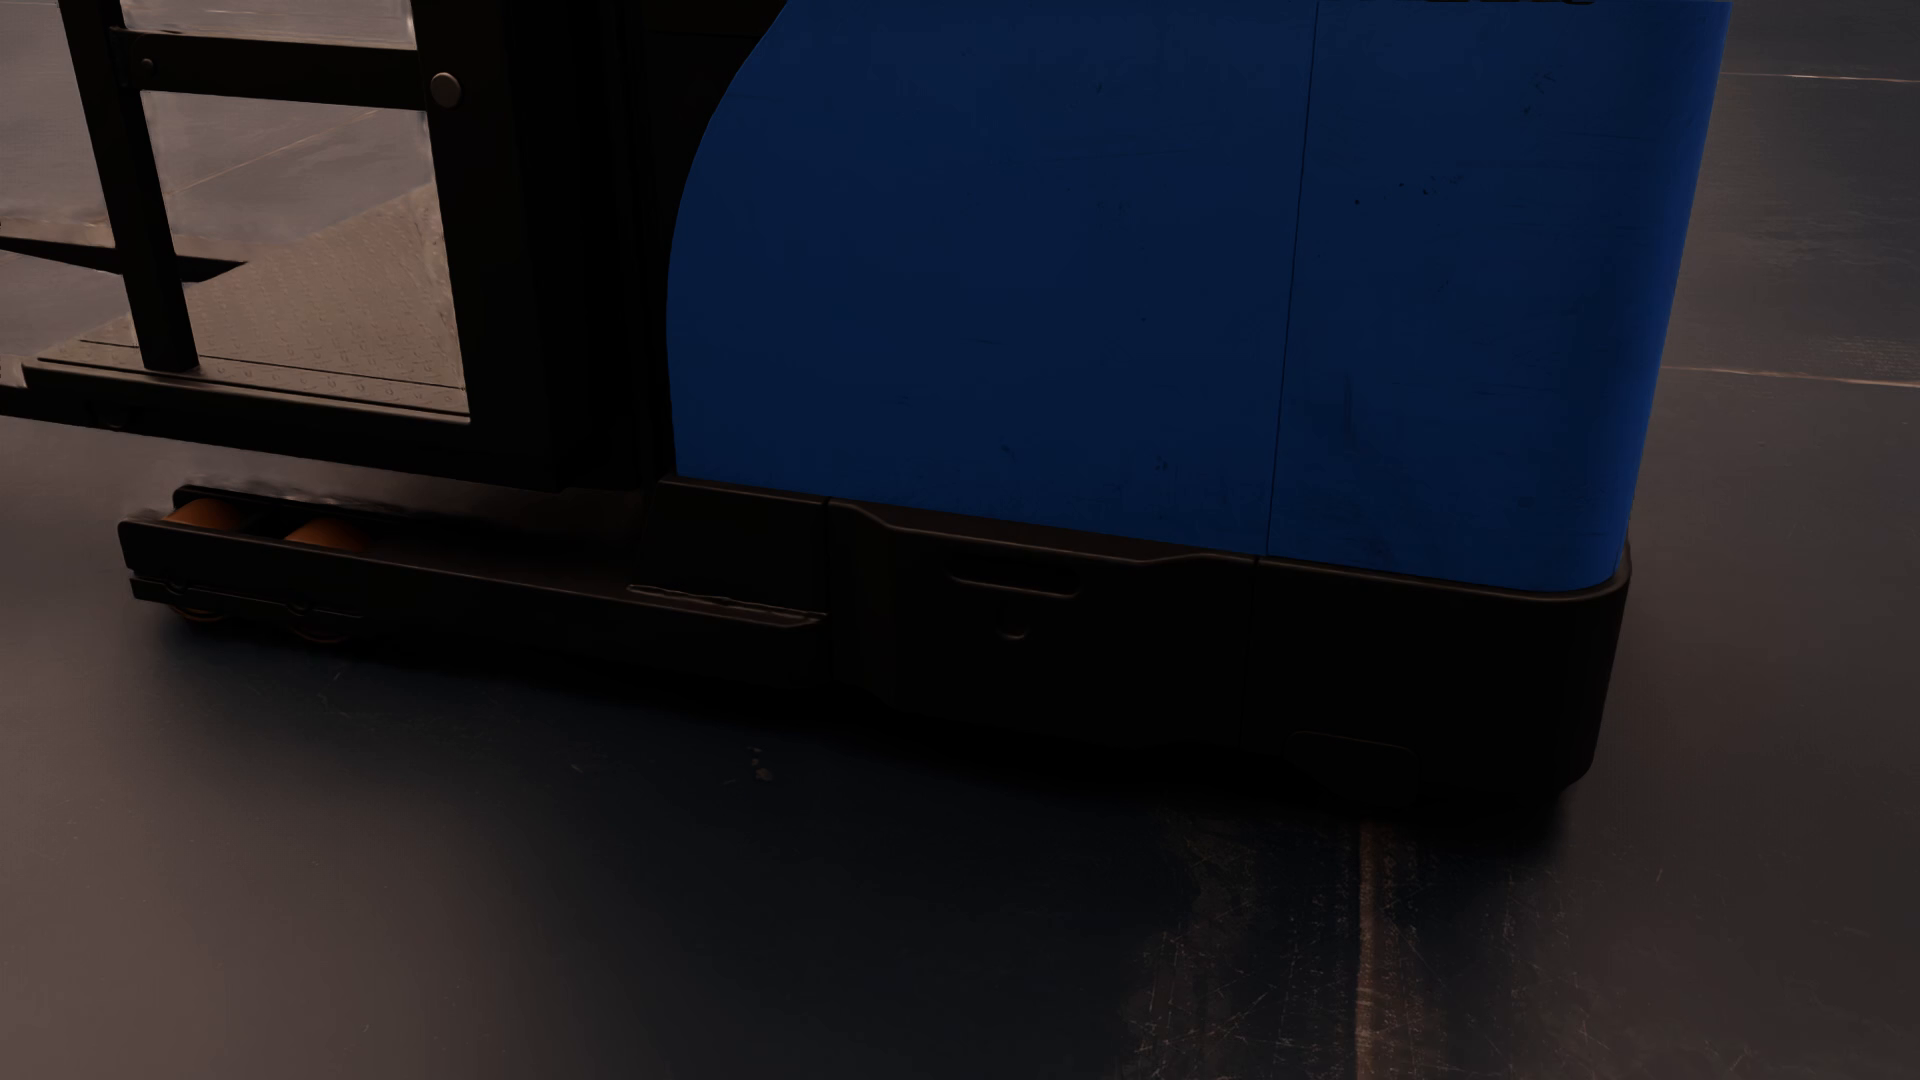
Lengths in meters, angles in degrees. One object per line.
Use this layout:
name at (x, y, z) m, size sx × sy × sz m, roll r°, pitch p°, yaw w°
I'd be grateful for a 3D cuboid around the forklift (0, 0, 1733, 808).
forklift at (-0.613, -1.386, 1.993) m, size 3.031 × 2.935 × 1.130 m, roll 8°, pitch 28°, yaw 15°
